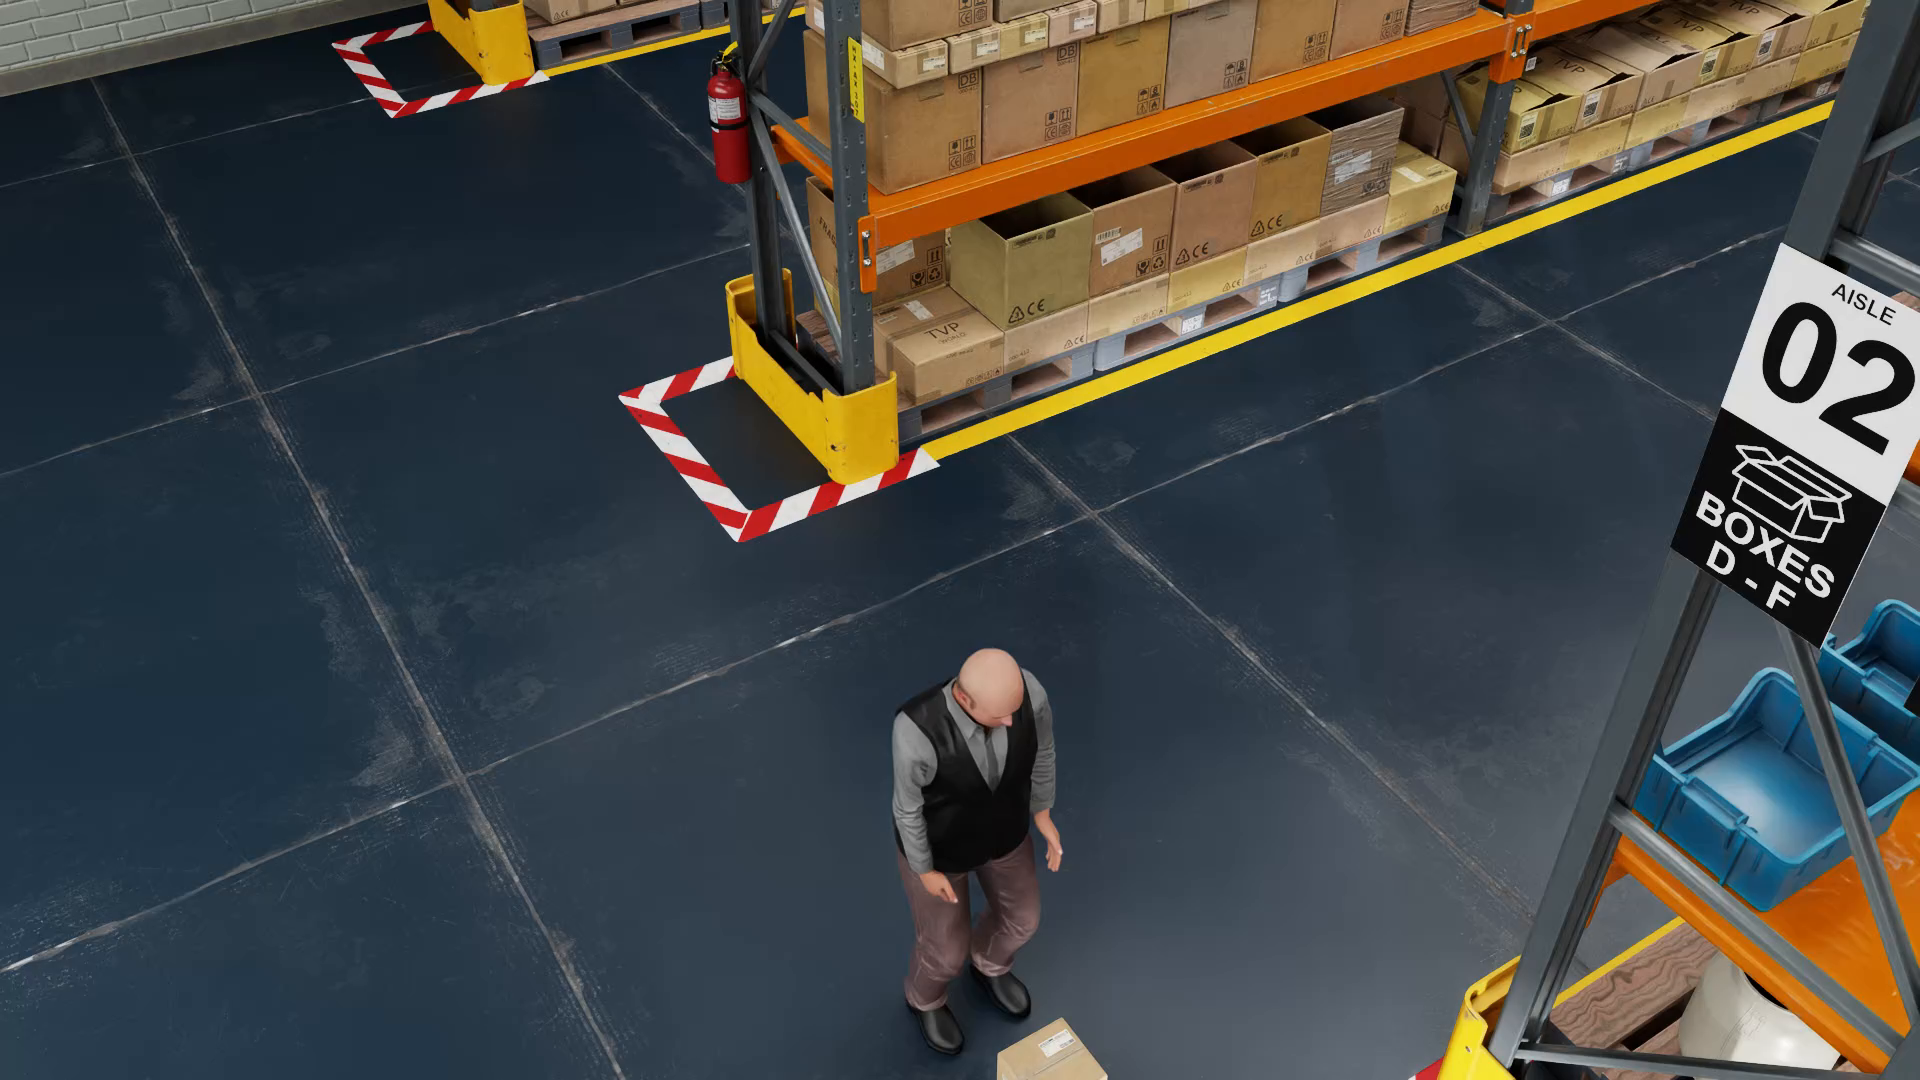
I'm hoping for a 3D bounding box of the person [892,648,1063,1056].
[{"bbox_3d":[0.043,0.916,5.139,0.552,1.685,0.403,-21,45,-23],"label":"person"}]
